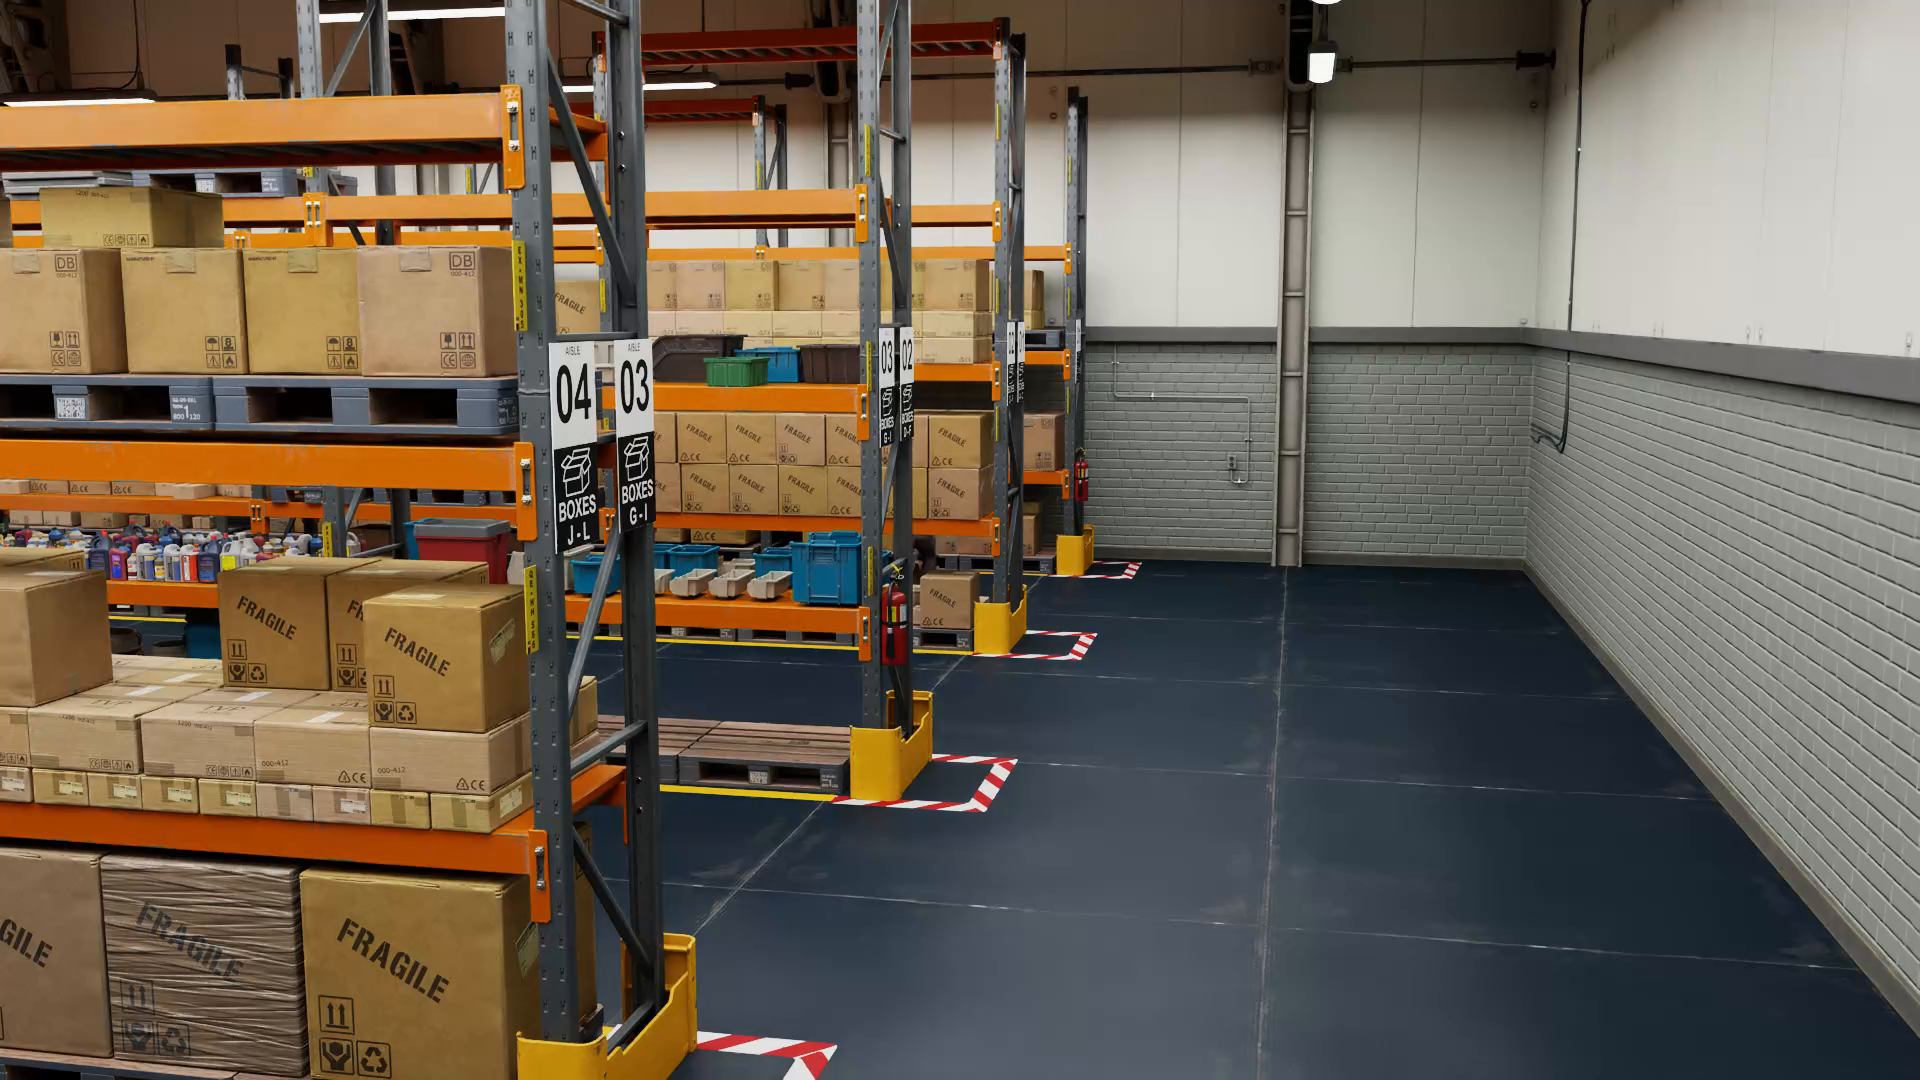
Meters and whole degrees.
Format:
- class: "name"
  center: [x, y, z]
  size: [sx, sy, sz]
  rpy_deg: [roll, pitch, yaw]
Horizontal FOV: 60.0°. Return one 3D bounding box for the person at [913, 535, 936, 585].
- class: "person"
  center: [-0.514, 0.143, 19.492]
  size: [0.492, 1.001, 0.946]
  rpy_deg: [1, 8, 8]
